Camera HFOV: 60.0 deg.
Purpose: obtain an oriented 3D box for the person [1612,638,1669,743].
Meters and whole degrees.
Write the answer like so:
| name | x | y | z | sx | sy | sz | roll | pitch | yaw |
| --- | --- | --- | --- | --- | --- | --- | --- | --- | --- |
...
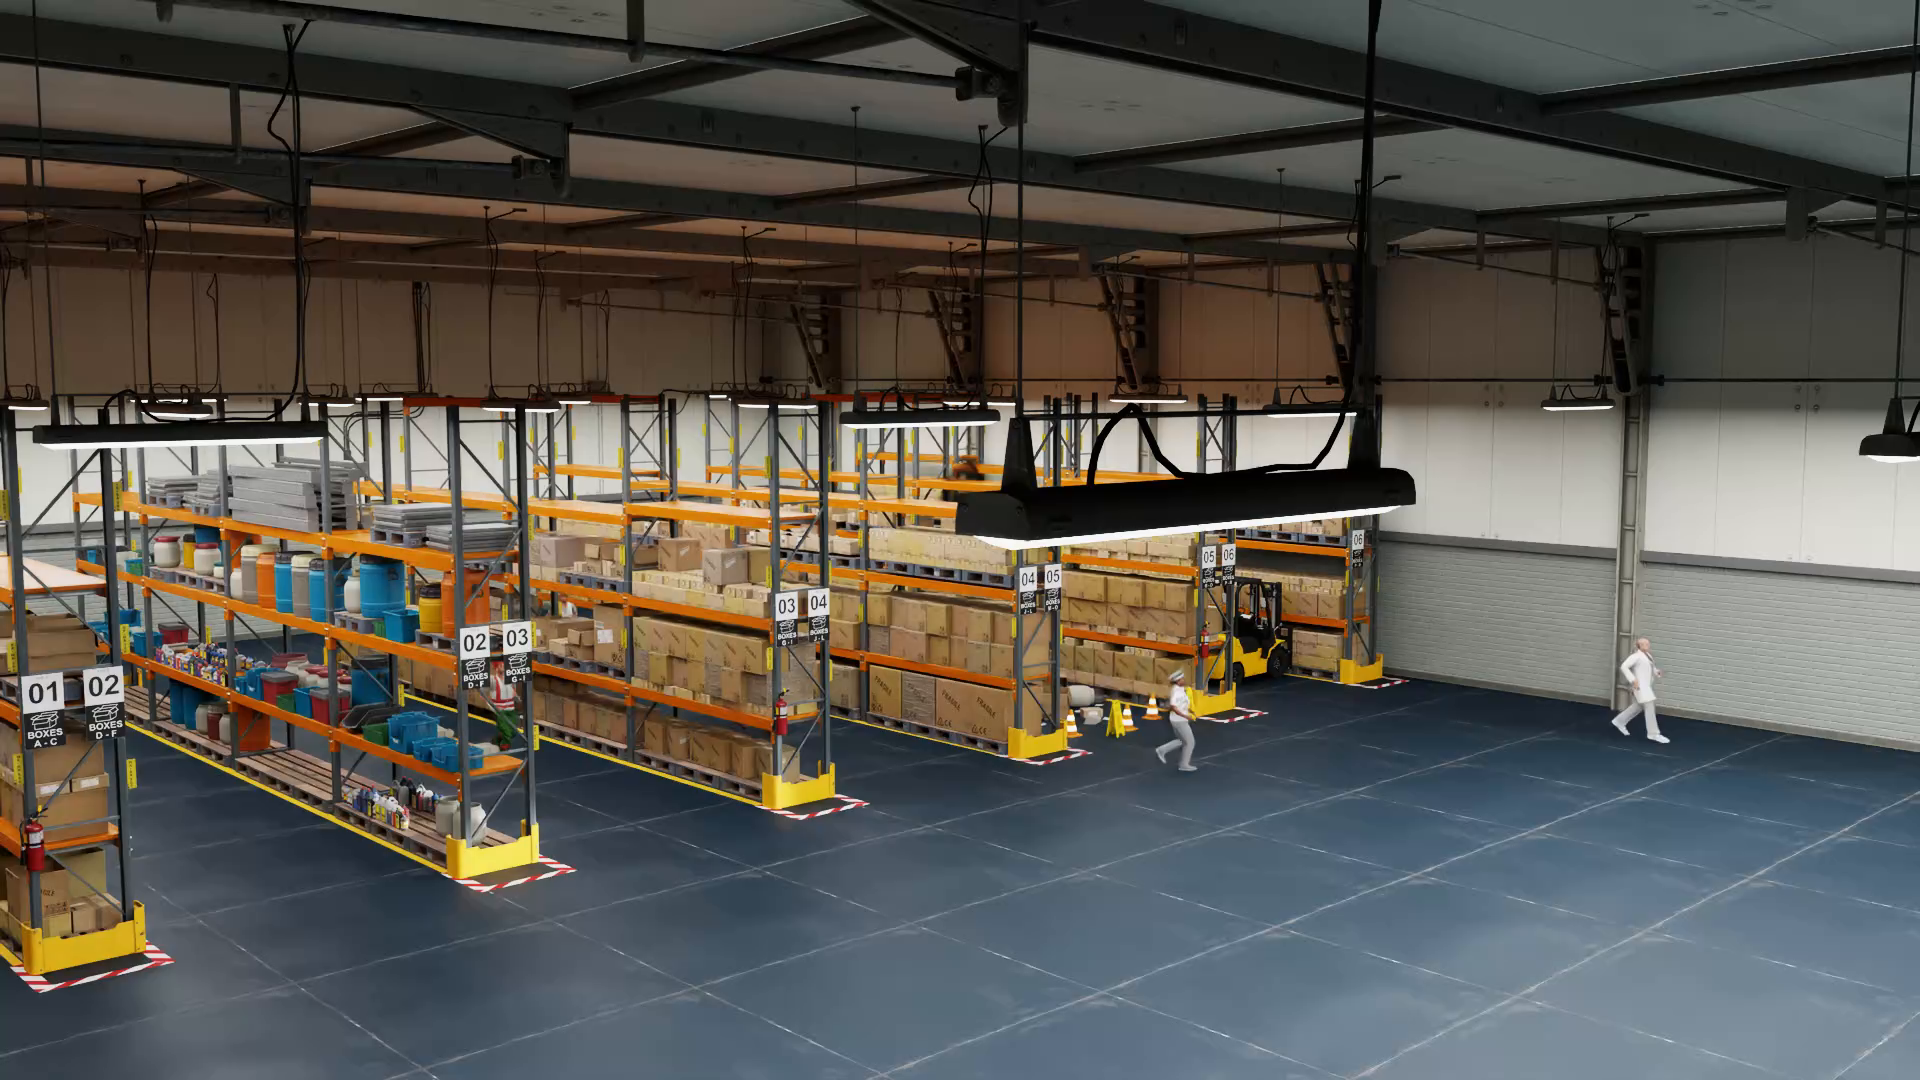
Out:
| name | x | y | z | sx | sy | sz | roll | pitch | yaw |
| --- | --- | --- | --- | --- | --- | --- | --- | --- | --- |
| person | 11.942 | 2.599 | 29.125 | 1.033 | 1.776 | 0.705 | 5 | 7 | 39 |

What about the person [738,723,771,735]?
| name | x | y | z | sx | sy | sz | roll | pitch | yaw |
| --- | --- | --- | --- | --- | --- | --- | --- | --- | --- |
| person | -3.594 | 2.658 | 29.516 | 0.930 | 1.650 | 0.613 | 4 | 7 | 36 |

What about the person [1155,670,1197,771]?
| name | x | y | z | sx | sy | sz | roll | pitch | yaw |
| --- | --- | --- | --- | --- | --- | --- | --- | --- | --- |
| person | 3.514 | 2.910 | 26.867 | 0.647 | 1.654 | 0.579 | 0 | 6 | 2 |

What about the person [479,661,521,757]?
| name | x | y | z | sx | sy | sz | roll | pitch | yaw |
| --- | --- | --- | --- | --- | --- | --- | --- | --- | --- |
| person | -7.575 | 2.809 | 27.456 | 0.780 | 1.748 | 0.663 | 4 | 7 | 38 |

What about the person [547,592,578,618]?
| name | x | y | z | sx | sy | sz | roll | pitch | yaw |
| --- | --- | --- | --- | --- | --- | --- | --- | --- | --- |
| person | -8.582 | 1.965 | 36.062 | 0.643 | 1.787 | 0.877 | -4 | 7 | -34 |
